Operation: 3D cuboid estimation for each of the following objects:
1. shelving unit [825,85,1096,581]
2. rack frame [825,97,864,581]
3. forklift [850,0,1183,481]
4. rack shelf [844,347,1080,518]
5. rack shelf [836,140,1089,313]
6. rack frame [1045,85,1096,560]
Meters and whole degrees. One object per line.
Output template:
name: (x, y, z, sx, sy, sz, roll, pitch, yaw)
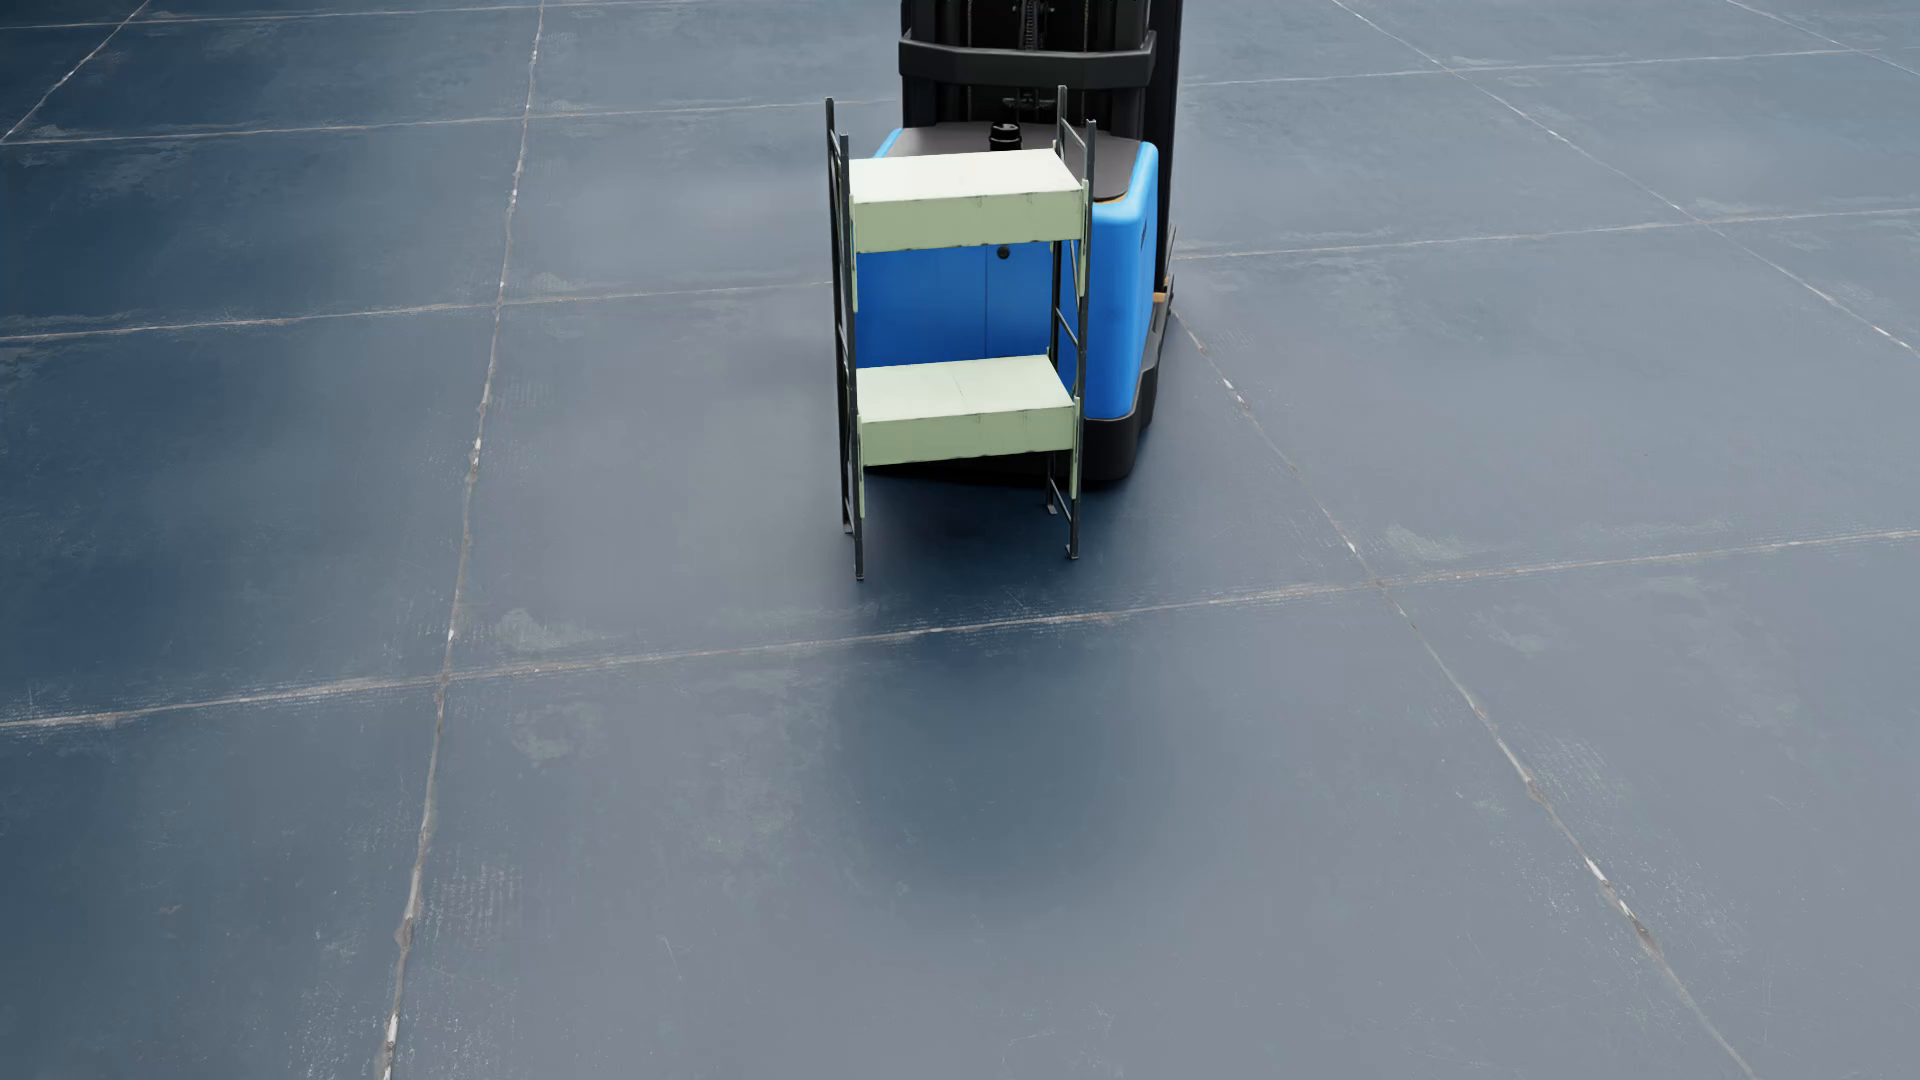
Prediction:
shelving unit: (-0.007, -0.646, 5.369, 0.755, 1.500, 0.431, -5, 31, -9)
rack frame: (-0.367, -0.612, 5.312, 0.023, 1.500, 0.400, -5, 31, -9)
forklift: (0.357, -2.208, 6.613, 1.130, 2.935, 3.031, 5, 31, 9)
rack shelf: (-0.007, -0.365, 5.534, 0.720, 0.370, 0.431, -5, 31, -9)
rack shelf: (-0.007, -0.982, 5.171, 0.720, 0.370, 0.431, -5, 31, -9)
rack frame: (0.353, -0.679, 5.426, 0.023, 1.500, 0.400, -5, 31, -9)
